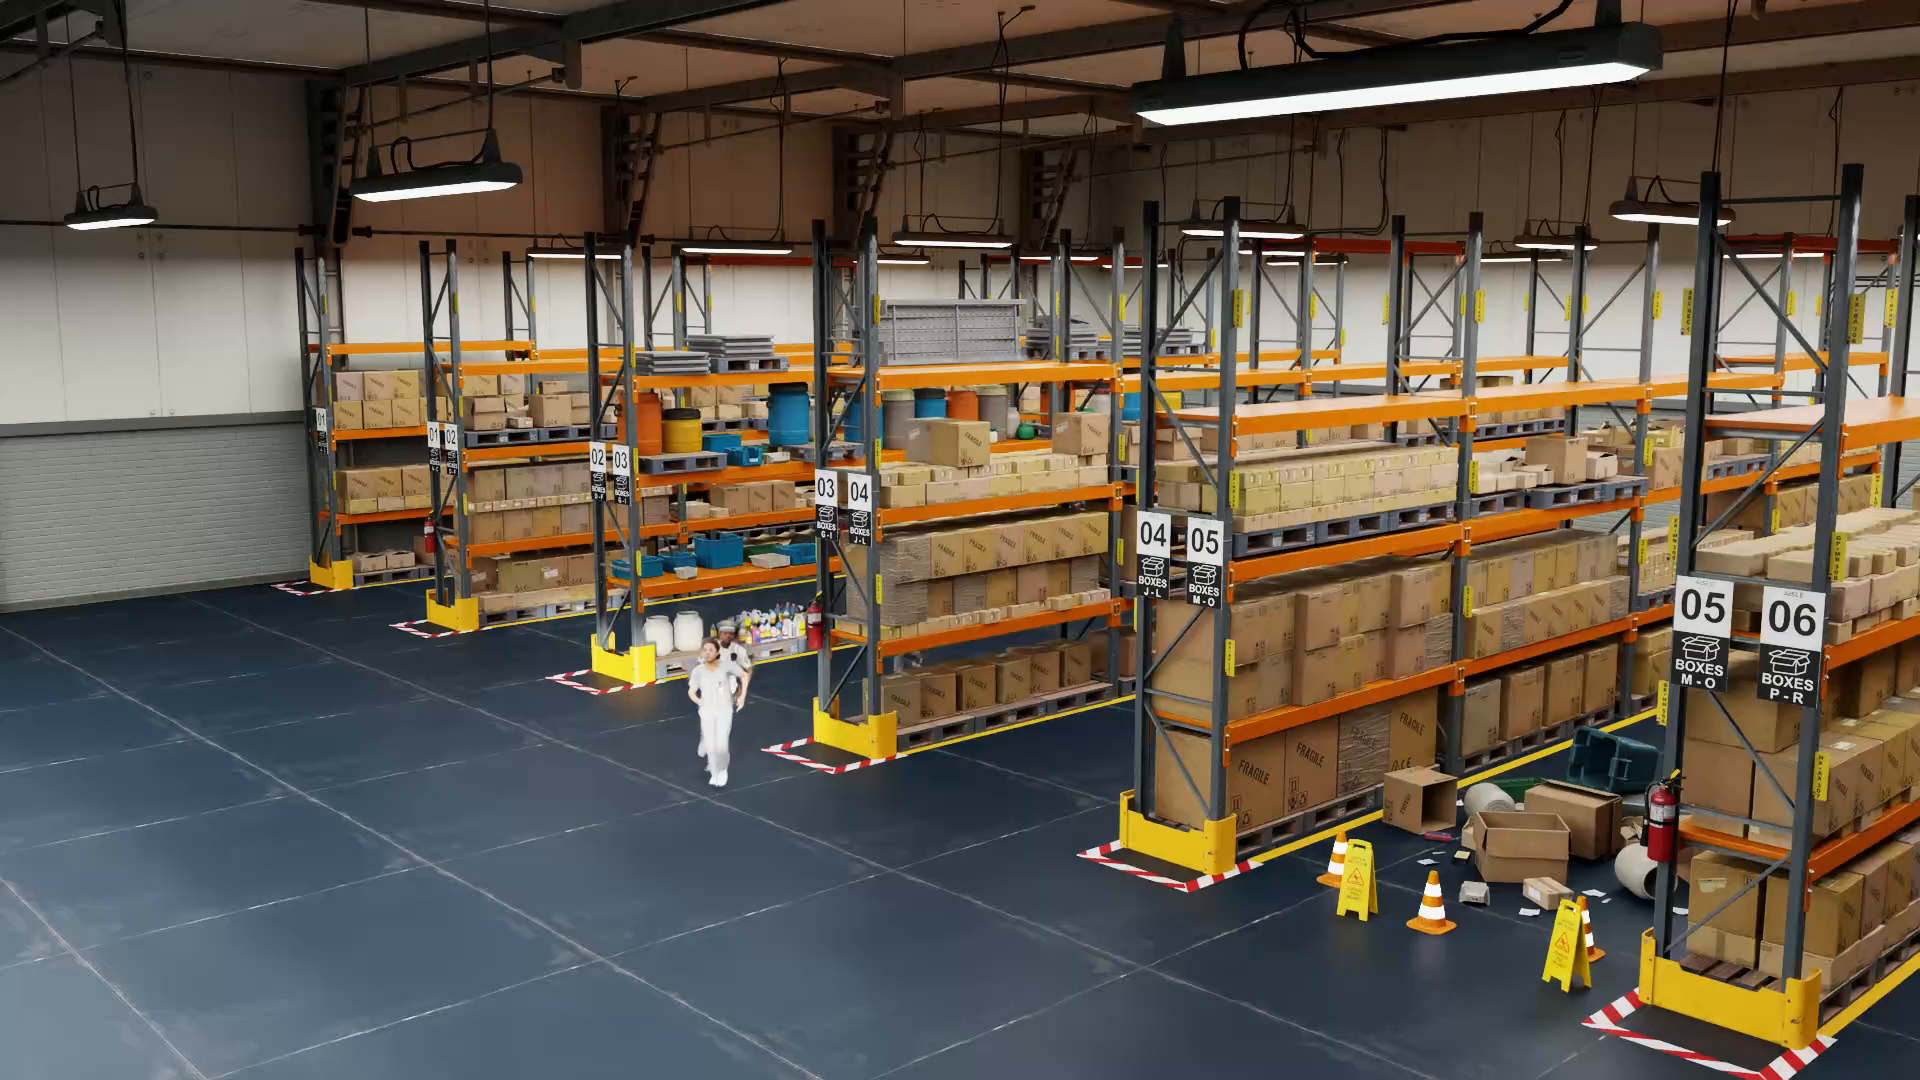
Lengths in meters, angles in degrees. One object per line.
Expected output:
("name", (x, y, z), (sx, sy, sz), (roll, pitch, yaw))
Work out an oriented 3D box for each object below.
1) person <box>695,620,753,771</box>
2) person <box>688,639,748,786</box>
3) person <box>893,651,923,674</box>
("person", (-2.602, 1.679, 18.388), (0.633, 1.657, 0.523), (-1, 8, -7))
("person", (-2.524, 1.819, 17.308), (0.580, 1.615, 0.765), (1, 8, 4))
("person", (-0.733, 1.152, 21.994), (0.541, 1.565, 0.843), (7, 11, 38))
